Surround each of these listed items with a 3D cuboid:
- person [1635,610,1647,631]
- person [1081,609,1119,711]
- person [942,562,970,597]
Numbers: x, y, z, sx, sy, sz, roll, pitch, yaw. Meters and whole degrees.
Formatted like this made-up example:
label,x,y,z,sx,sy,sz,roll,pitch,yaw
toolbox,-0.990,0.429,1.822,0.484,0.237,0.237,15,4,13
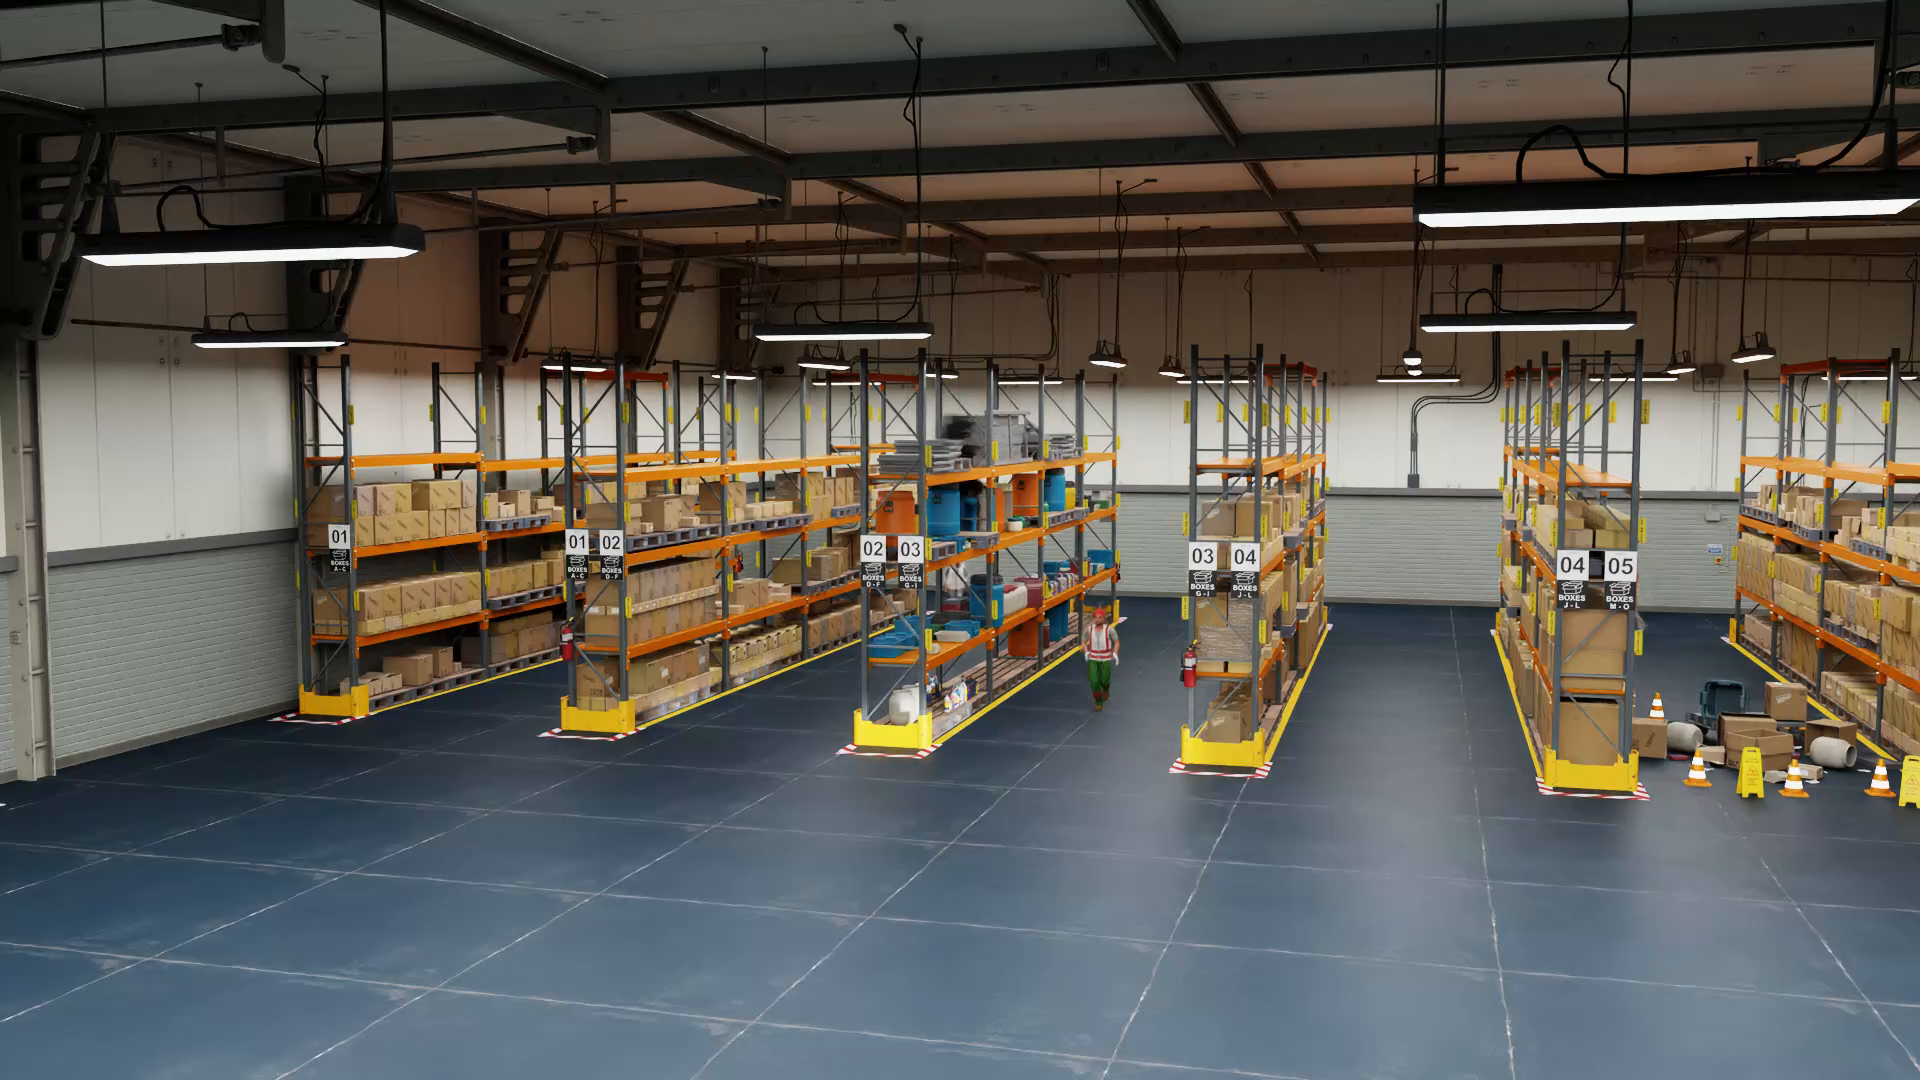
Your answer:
label,x,y,z,sx,sy,sz,roll,pitch,yaw
person,15.158,1.251,38.083,1.024,1.709,0.638,1,4,10
person,2.371,2.028,28.200,0.644,1.726,0.626,1,4,8
person,-0.103,1.148,40.178,0.671,1.724,0.706,0,4,-4
